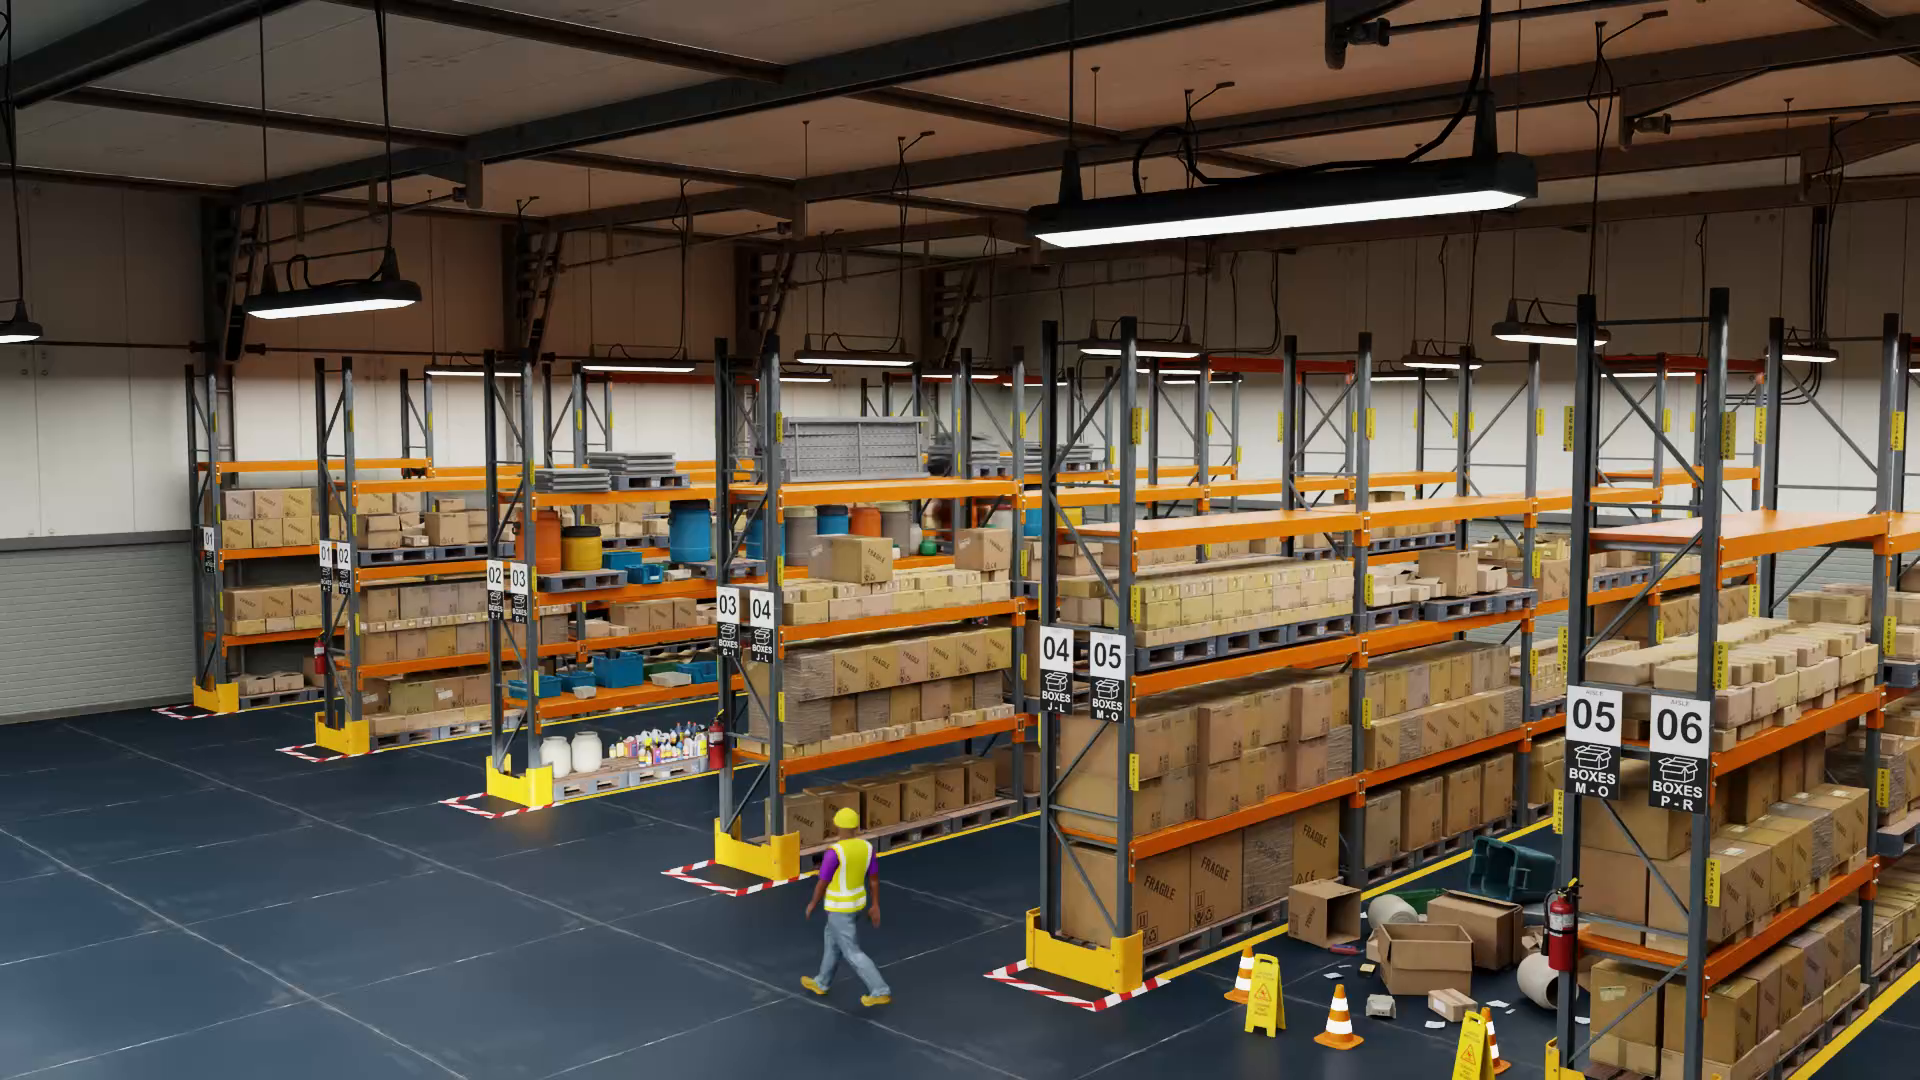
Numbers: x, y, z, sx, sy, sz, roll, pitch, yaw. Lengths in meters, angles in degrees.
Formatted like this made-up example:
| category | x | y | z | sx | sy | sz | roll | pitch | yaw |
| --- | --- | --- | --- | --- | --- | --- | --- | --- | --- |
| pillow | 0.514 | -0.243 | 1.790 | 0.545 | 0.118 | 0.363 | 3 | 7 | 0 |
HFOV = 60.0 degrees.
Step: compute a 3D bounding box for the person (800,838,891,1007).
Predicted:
| category | x | y | z | sx | sy | sz | roll | pitch | yaw |
| --- | --- | --- | --- | --- | --- | --- | --- | --- | --- |
| person | -1.028 | 3.321 | 14.505 | 1.037 | 1.483 | 0.511 | 2 | 5 | 24 |
